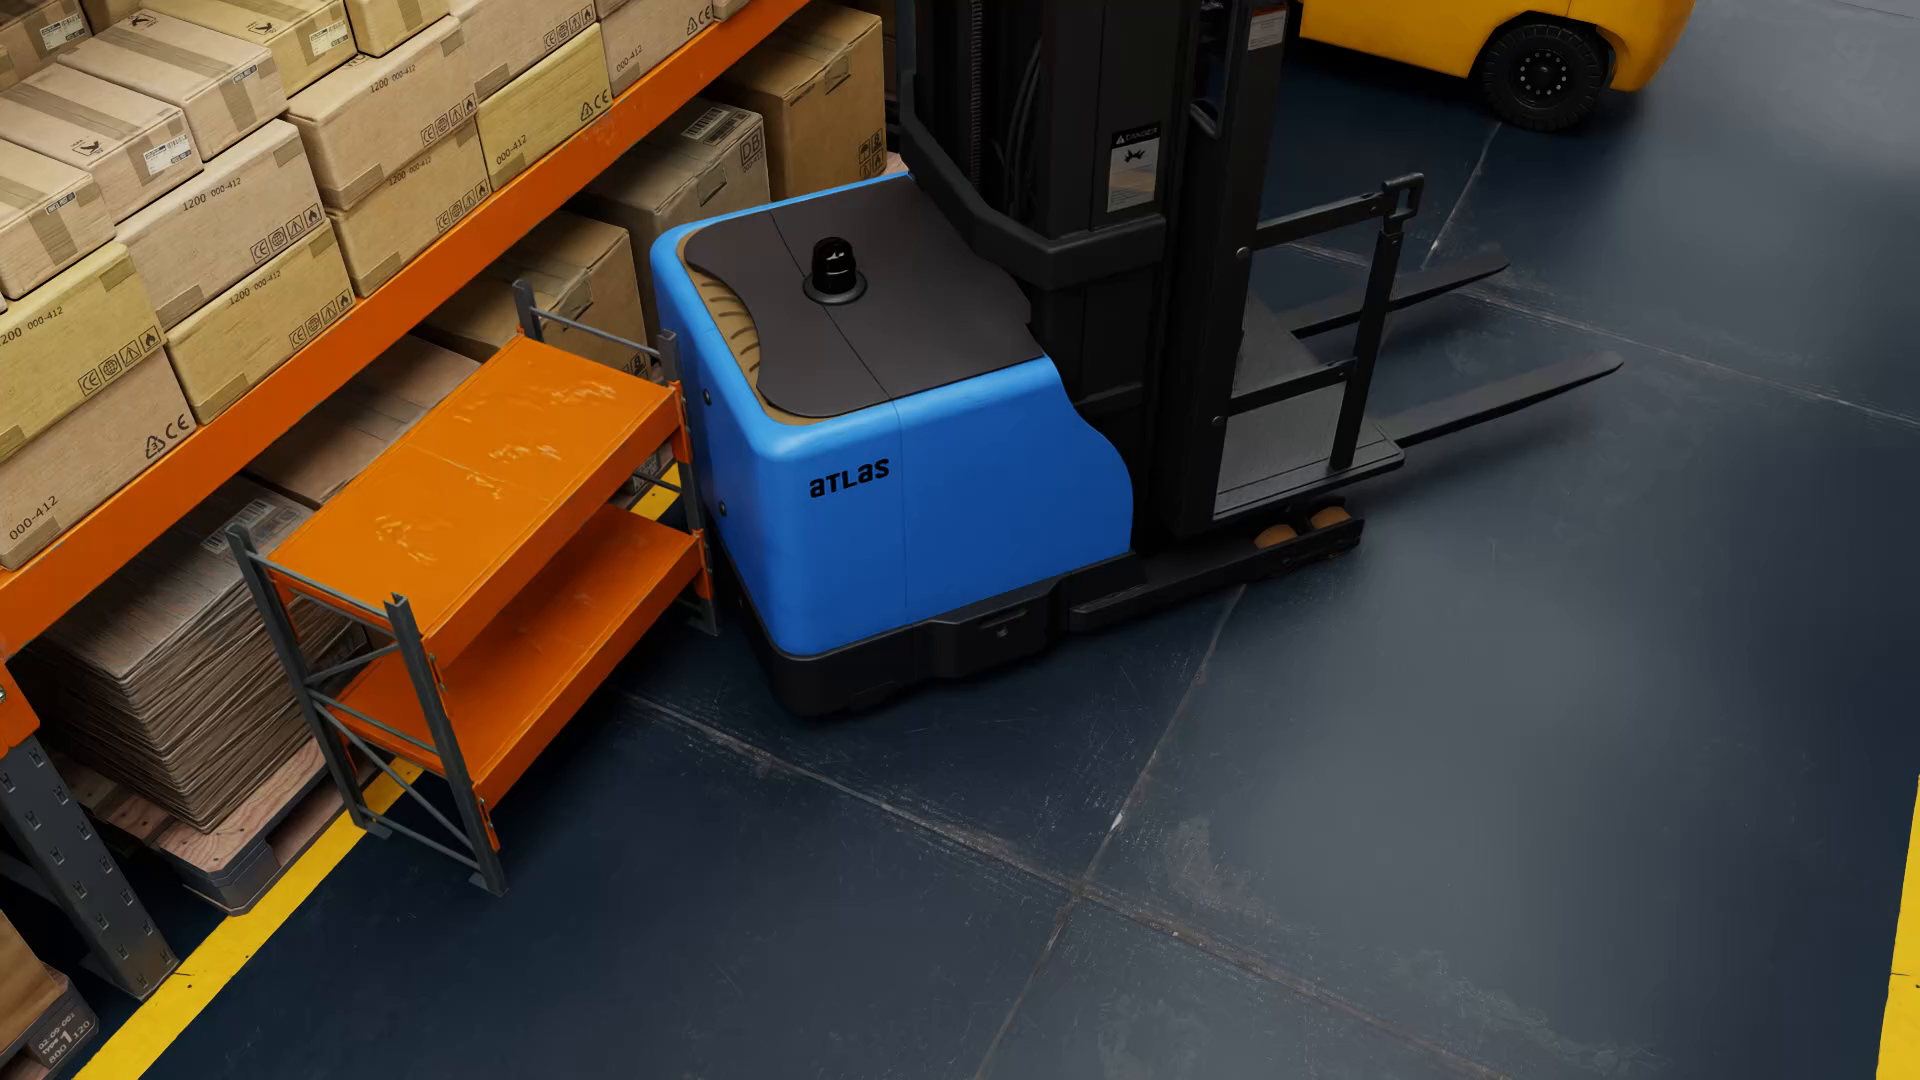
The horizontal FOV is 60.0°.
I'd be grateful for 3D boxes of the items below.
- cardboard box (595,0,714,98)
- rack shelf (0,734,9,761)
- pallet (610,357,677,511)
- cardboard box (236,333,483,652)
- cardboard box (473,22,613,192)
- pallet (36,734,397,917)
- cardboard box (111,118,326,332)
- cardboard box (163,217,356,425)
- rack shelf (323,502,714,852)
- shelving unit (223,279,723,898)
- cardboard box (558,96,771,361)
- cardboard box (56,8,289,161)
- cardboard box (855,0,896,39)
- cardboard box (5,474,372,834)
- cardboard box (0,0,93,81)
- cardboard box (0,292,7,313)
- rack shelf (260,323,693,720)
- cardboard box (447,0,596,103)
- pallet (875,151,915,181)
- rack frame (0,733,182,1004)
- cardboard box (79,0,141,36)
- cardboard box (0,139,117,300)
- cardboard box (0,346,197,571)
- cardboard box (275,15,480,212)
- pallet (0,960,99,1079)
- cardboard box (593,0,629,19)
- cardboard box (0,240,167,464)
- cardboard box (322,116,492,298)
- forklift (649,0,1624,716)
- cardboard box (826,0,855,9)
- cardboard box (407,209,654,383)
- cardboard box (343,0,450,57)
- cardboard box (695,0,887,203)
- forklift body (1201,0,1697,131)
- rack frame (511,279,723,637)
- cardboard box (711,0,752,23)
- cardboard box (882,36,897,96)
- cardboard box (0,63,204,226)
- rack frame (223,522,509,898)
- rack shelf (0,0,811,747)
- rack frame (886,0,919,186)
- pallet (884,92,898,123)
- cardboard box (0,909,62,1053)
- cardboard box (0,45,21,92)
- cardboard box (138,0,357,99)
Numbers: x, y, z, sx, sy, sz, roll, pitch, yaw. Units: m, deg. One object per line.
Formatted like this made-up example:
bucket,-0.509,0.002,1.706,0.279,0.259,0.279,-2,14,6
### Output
cardboard box,-1.065,-1.554,4.782,0.500,0.250,0.500,21,49,19
rack shelf,-3.362,1.401,2.262,1.077,0.370,4.000,20,49,19
pallet,-1.450,-0.403,5.500,1.003,0.211,1.213,20,49,19
cardboard box,-1.836,-0.227,4.740,0.875,0.625,0.625,22,49,20
cardboard box,-1.298,-1.226,4.458,0.500,0.250,0.500,22,49,20
pallet,-2.017,0.363,4.743,1.003,0.211,1.213,20,49,19
cardboard box,-1.778,-0.749,3.635,0.500,0.250,0.500,22,49,20
cardboard box,-1.774,-0.573,3.813,0.500,0.250,0.500,19,48,18
rack shelf,-1.173,0.297,4.509,0.538,0.278,1.000,20,49,19
shelving unit,-1.173,0.125,4.335,0.538,1.125,1.048,20,49,19
cardboard box,-1.176,-1.126,5.628,0.875,0.625,0.625,20,49,19
cardboard box,-1.696,-0.986,3.589,0.380,0.149,0.250,21,49,19
cardboard box,-0.079,-2.191,6.593,0.500,0.250,0.500,20,49,19
cardboard box,-2.132,0.187,4.330,0.875,0.625,0.625,22,49,20
cardboard box,-2.213,-1.169,3.770,0.380,0.149,0.250,20,49,18
cardboard box,-2.025,-0.478,3.087,0.380,0.149,0.250,22,49,20
rack shelf,-1.173,-0.081,4.127,0.538,0.278,1.000,20,49,19
cardboard box,-1.304,-1.403,4.281,0.500,0.250,0.500,21,49,20
pallet,-0.885,-1.174,6.262,1.003,0.211,1.213,20,49,19
rack frame,-2.434,-0.112,3.251,1.000,3.000,0.127,20,49,19
cardboard box,-2.023,-1.308,3.907,0.380,0.149,0.250,20,49,19
cardboard box,-1.902,-0.647,3.254,0.380,0.149,0.250,21,49,20
cardboard box,-2.011,-0.258,3.501,0.500,0.250,0.500,21,49,19
cardboard box,-1.519,-1.072,3.955,0.500,0.250,0.500,19,48,18
pallet,-2.814,1.326,3.791,1.003,0.211,1.213,20,49,19
cardboard box,-1.053,-1.714,4.589,0.500,0.250,0.500,21,49,20
cardboard box,-1.989,-0.425,3.315,0.500,0.250,0.500,20,49,19
cardboard box,-1.541,-0.900,4.136,0.500,0.250,0.500,19,48,18
forklift,0.692,-1.242,4.417,3.031,2.935,1.130,-18,48,-17
cardboard box,-0.533,-2.363,6.763,0.500,0.250,0.500,19,48,18
cardboard box,-1.524,-0.651,5.159,0.875,0.625,0.625,19,48,17
cardboard box,-1.435,-1.295,3.894,0.380,0.149,0.250,21,49,20
cardboard box,-0.809,-1.612,6.109,0.875,0.625,0.625,23,50,21
forklift body,2.015,-3.056,6.758,2.313,2.155,1.214,20,49,19
rack frame,-0.939,-0.196,4.653,0.500,1.125,0.032,20,49,19
cardboard box,-0.808,-1.856,5.081,0.500,0.250,0.500,20,49,19
cardboard box,-0.059,-2.008,6.764,0.500,0.250,0.500,21,49,19
cardboard box,-1.806,-0.817,3.422,0.380,0.149,0.250,22,49,20
rack frame,-1.407,0.446,4.018,0.500,1.125,0.032,20,49,19
rack shelf,-1.505,-1.119,4.752,1.077,0.370,4.000,20,49,19
rack frame,-0.577,-2.632,5.742,1.000,3.000,0.127,20,49,19
pallet,-0.171,-2.139,7.215,1.003,0.211,1.213,20,49,19
cardboard box,-2.440,0.957,3.658,0.500,0.500,0.500,22,49,20
cardboard box,-2.265,-0.991,3.594,0.380,0.149,0.250,20,49,19
cardboard box,-1.605,-1.154,3.756,0.380,0.149,0.250,21,49,19
